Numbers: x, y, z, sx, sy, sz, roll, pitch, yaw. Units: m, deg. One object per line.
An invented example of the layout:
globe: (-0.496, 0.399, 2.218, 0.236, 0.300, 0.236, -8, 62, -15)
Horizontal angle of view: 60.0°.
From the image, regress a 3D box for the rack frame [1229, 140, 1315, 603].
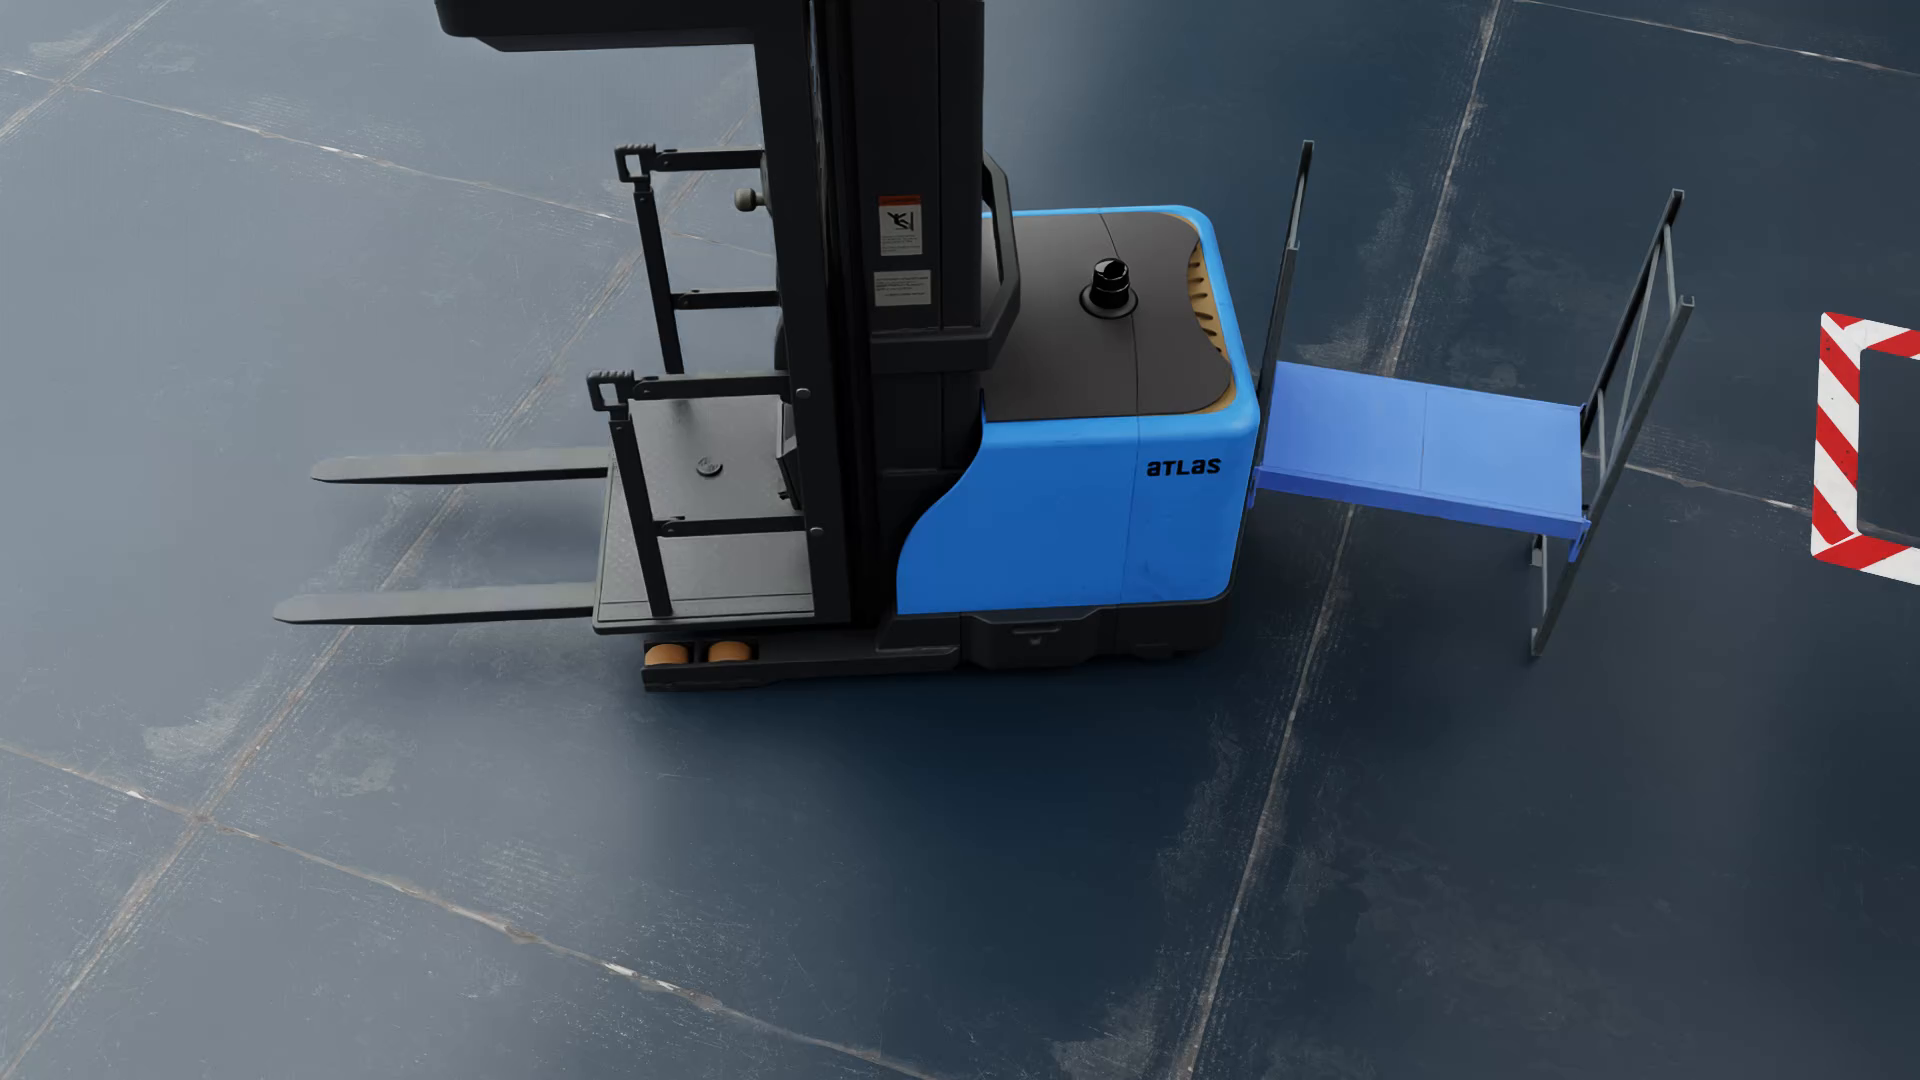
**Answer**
rack frame: (0.944, -0.468, 5.163, 0.032, 1.500, 0.500, 10, 50, 8)

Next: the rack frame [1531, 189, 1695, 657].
rack frame: (1.935, -0.297, 5.015, 0.032, 1.500, 0.500, 10, 50, 8)

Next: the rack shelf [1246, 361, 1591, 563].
rack shelf: (1.439, -0.265, 5.225, 1.000, 0.185, 0.538, 10, 50, 8)

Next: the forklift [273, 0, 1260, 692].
forklift: (-0.677, -0.889, 4.581, 3.031, 2.935, 1.130, -3, 49, -2)

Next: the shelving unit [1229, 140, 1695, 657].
shelving unit: (1.439, -0.382, 5.089, 1.048, 1.500, 0.538, 10, 50, 8)
